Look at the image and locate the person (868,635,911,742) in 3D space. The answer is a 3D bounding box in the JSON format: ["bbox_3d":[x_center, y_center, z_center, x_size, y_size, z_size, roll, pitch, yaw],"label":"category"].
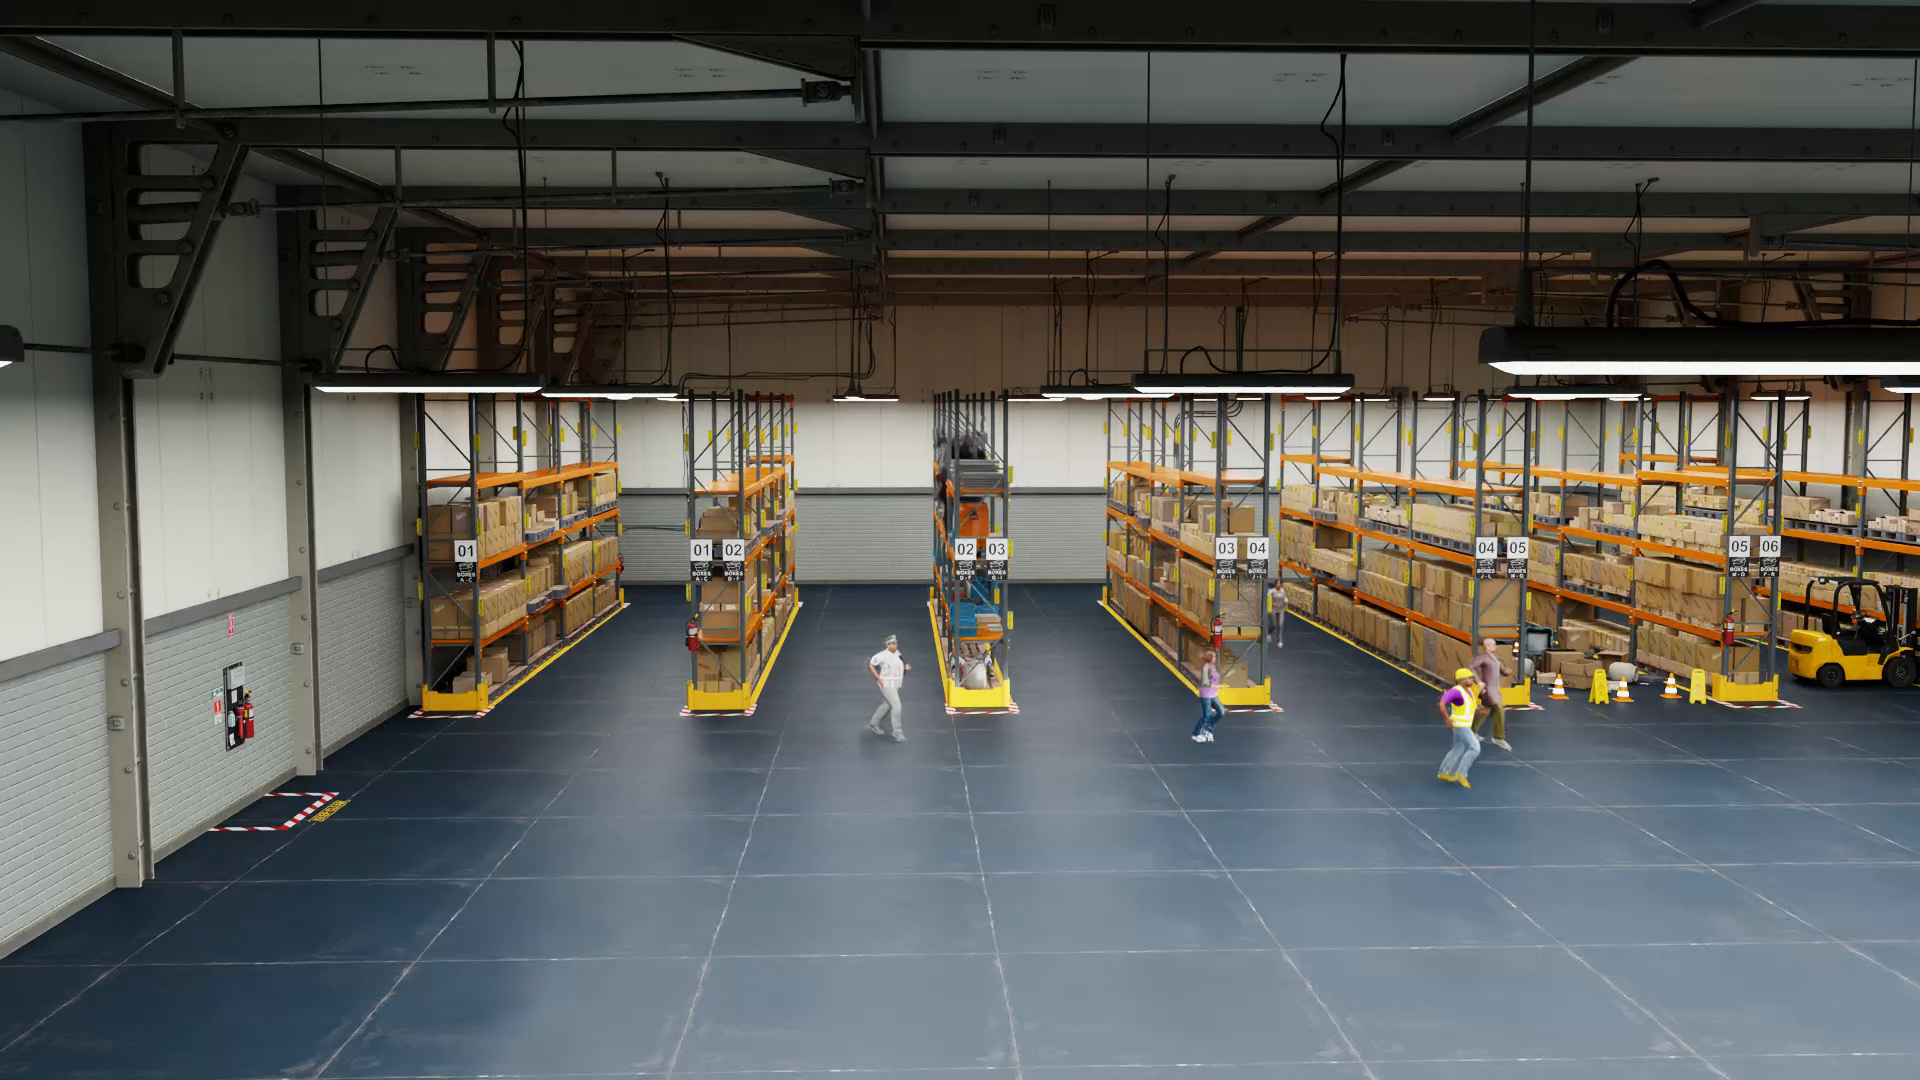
[{"bbox_3d":[-1.214,2.525,28.506,0.830,1.848,0.631,2,5,27],"label":"person"}]

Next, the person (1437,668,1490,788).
[{"bbox_3d":[7.564,2.821,24.990,0.733,1.805,0.683,2,5,27],"label":"person"}]

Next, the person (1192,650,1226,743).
[{"bbox_3d":[4.227,2.645,28.039,0.639,1.592,0.559,3,6,33],"label":"person"}]

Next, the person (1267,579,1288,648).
[{"bbox_3d":[7.508,1.714,39.412,0.563,1.611,0.774,-1,5,-8],"label":"person"}]

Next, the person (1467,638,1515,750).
[{"bbox_3d":[8.840,2.580,27.829,0.898,1.790,0.680,3,6,33],"label":"person"}]
